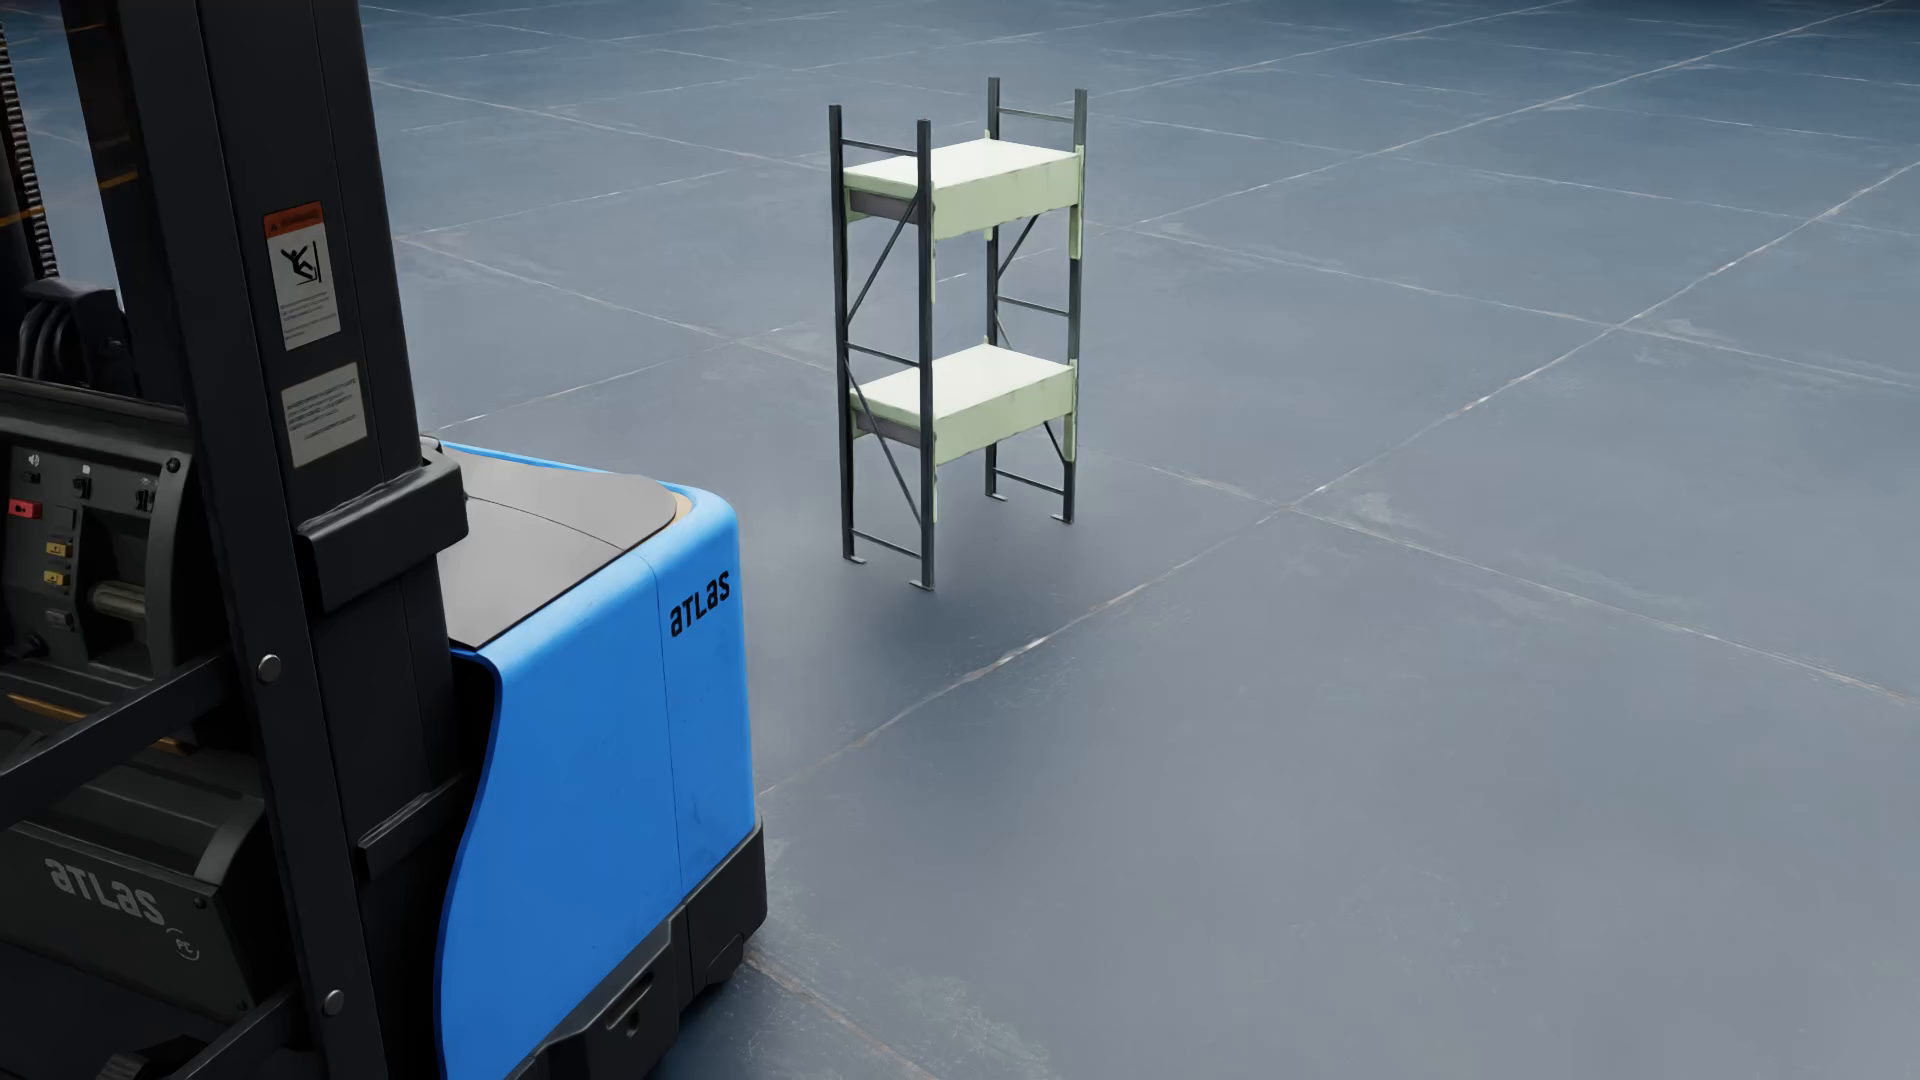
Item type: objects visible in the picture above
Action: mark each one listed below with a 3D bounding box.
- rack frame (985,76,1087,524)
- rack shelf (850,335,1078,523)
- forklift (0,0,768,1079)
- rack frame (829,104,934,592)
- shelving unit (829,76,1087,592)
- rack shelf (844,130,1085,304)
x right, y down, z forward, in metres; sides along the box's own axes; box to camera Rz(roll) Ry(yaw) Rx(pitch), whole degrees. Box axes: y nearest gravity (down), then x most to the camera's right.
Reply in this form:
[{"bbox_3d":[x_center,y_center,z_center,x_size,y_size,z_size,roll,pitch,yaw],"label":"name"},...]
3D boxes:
[{"bbox_3d":[0.249,-0.798,5.696,0.400,1.500,0.023,20,31,38],"label":"rack frame"},{"bbox_3d":[0.004,-0.389,5.581,0.431,0.370,0.720,20,31,38],"label":"rack shelf"},{"bbox_3d":[-1.499,0.015,2.133,1.130,2.935,3.031,11,26,22],"label":"forklift"},{"bbox_3d":[-0.240,-0.575,5.199,0.400,1.500,0.023,20,31,38],"label":"rack frame"},{"bbox_3d":[0.004,-0.686,5.448,0.431,1.500,0.755,20,31,38],"label":"shelving unit"},{"bbox_3d":[0.004,-1.042,5.288,0.431,0.370,0.720,20,31,38],"label":"rack shelf"}]
